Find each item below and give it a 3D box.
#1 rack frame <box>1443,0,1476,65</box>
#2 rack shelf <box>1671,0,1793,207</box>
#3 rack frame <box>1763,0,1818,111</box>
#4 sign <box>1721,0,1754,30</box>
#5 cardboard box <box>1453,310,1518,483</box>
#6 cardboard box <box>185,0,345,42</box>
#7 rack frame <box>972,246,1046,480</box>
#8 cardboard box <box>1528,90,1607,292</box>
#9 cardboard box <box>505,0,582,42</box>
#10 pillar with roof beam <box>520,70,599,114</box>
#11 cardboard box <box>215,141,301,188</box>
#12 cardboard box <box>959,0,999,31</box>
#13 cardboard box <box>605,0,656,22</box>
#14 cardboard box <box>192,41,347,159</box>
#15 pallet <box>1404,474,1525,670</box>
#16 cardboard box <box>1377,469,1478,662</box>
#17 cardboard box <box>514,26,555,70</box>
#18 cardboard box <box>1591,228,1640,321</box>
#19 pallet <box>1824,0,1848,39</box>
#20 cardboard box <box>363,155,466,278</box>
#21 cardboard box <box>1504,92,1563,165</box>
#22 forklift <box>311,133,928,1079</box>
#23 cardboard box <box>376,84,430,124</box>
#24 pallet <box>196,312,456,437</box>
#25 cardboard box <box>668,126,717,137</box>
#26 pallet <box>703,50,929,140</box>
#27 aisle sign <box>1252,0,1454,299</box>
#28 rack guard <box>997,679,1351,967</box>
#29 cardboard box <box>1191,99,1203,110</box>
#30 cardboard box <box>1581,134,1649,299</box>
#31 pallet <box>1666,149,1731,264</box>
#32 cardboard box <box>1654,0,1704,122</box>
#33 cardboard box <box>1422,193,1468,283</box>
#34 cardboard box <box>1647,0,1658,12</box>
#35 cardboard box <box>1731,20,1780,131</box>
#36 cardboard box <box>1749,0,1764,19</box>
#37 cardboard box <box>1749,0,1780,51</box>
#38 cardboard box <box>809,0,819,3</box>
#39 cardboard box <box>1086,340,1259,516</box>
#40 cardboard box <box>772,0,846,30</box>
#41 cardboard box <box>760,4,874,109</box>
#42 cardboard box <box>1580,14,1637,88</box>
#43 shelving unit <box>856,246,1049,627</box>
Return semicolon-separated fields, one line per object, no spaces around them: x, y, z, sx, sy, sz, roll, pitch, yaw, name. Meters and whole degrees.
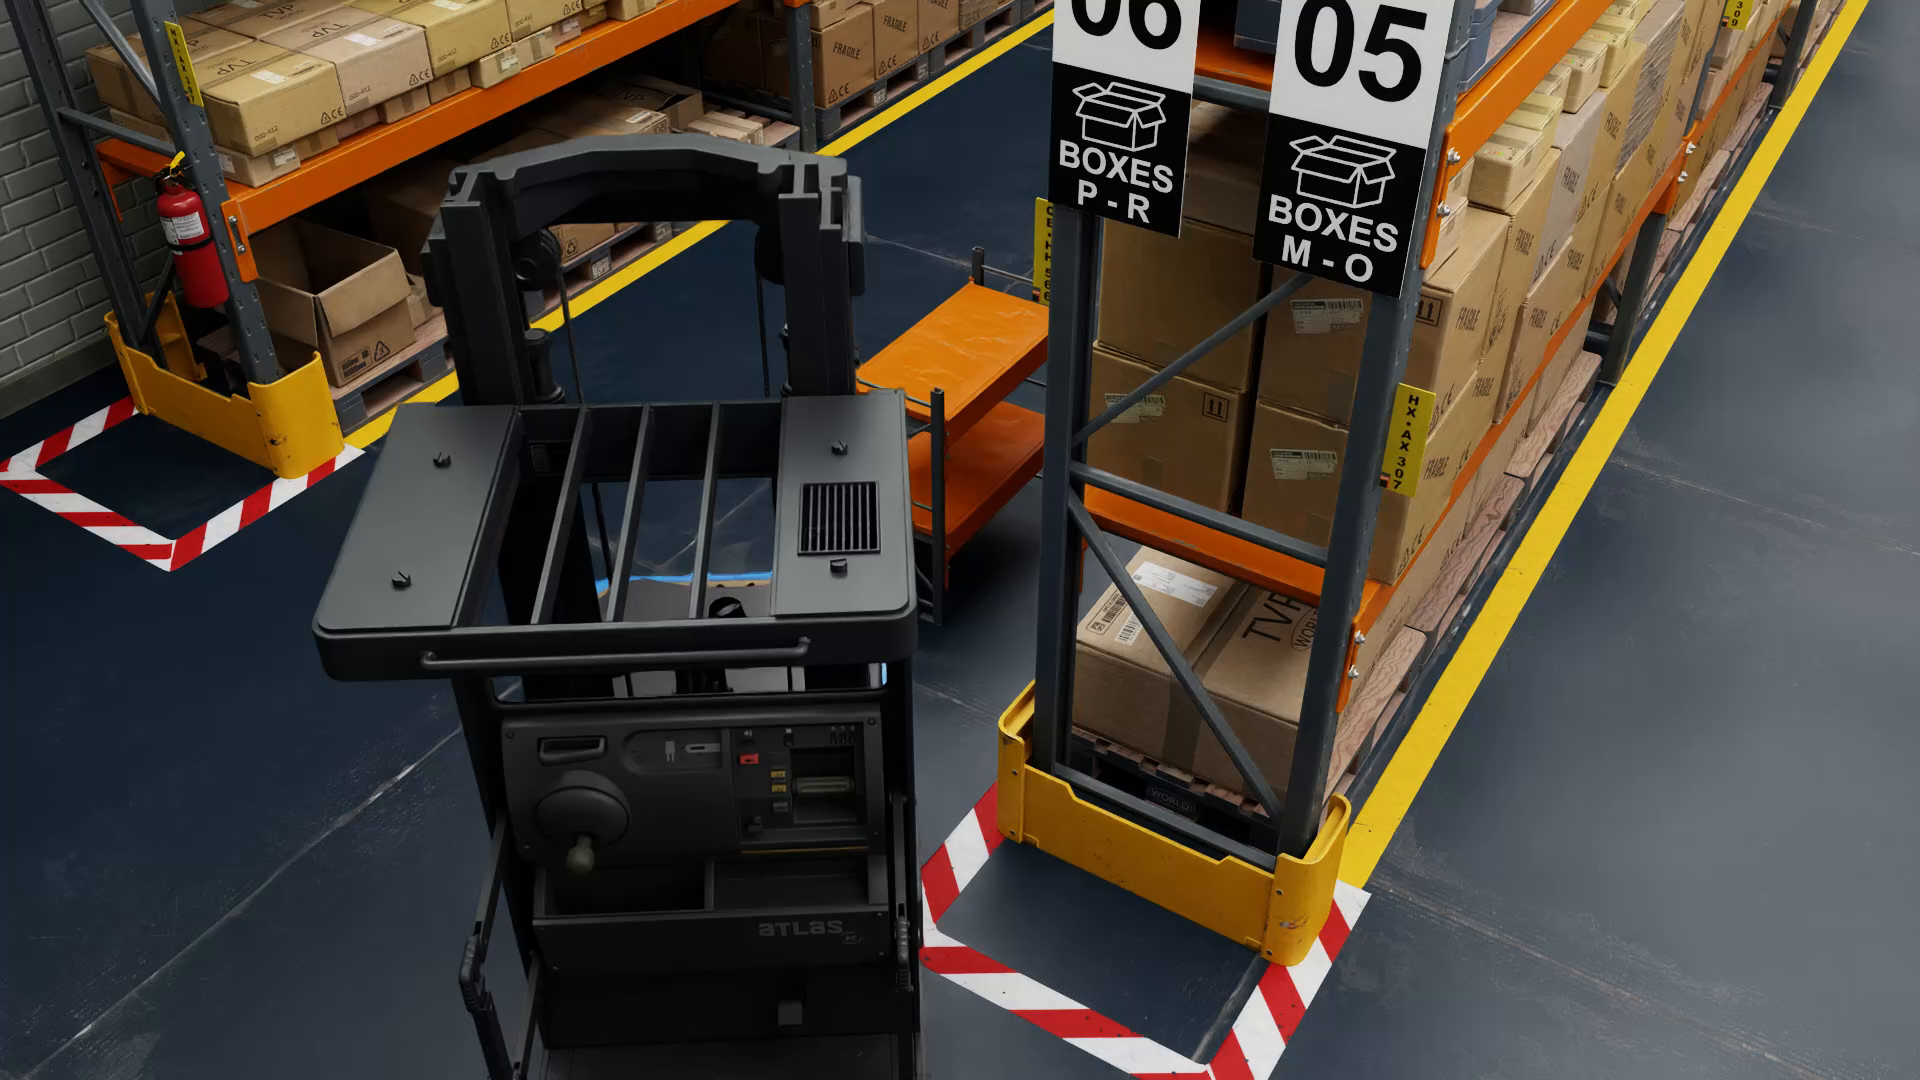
0.704;-2.445;3.051;1.000;3.000;0.127;21;42;25;rack frame
3.919;-2.877;9.114;1.077;0.370;4.000;21;42;25;rack shelf
4.990;-4.193;10.232;1.000;3.000;0.127;21;42;25;rack frame
3.317;-2.324;7.034;0.100;0.325;0.005;21;42;25;sign
1.451;-0.532;5.401;0.500;0.500;0.500;21;42;25;cardboard box
-3.189;-2.338;7.705;0.500;0.250;0.500;21;42;25;cardboard box
0.269;-0.704;7.242;0.500;1.125;0.032;21;42;25;rack frame
1.742;-1.195;5.443;0.500;0.500;0.500;21;42;25;cardboard box
-2.224;-2.688;8.159;0.500;0.250;0.500;20;42;24;cardboard box
1.155;-4.656;5.919;9.100;9.000;0.400;21;42;25;pillar with roof beam
-3.081;-1.671;7.166;0.380;0.149;0.250;21;42;25;cardboard box
-0.066;-3.904;11.560;0.500;0.500;0.500;20;42;24;cardboard box
-1.820;-2.856;8.703;0.380;0.149;0.250;21;42;24;cardboard box
-3.018;-1.895;7.130;0.500;0.250;0.500;21;42;25;cardboard box
1.721;-0.028;7.114;1.003;0.211;1.213;21;42;25;pallet
1.457;-0.068;6.636;0.875;0.438;0.875;22;43;26;cardboard box
-2.225;-2.461;8.191;0.380;0.149;0.250;22;43;26;cardboard box
3.112;-1.801;8.526;0.875;0.875;0.875;23;43;26;cardboard box
6.065;-4.117;12.418;1.003;0.211;1.213;21;42;25;pallet
-2.590;-1.579;8.545;0.700;0.500;0.500;23;43;27;cardboard box
1.570;-1.250;4.983;0.380;0.149;0.250;20;42;24;cardboard box
-0.643;0.688;3.956;1.130;2.935;3.031;-2;38;-2;forklift
-2.685;-2.074;7.689;0.380;0.149;0.250;23;43;26;cardboard box
-3.022;-1.036;8.422;1.003;0.211;1.213;21;42;25;pallet
-1.588;-2.269;9.631;0.396;0.266;0.258;23;43;27;cardboard box
-0.942;-3.080;11.072;1.003;0.211;1.213;21;42;25;pallet
0.911;-0.966;3.917;0.394;0.787;0.004;21;42;25;aisle sign
0.691;0.934;5.629;1.175;0.500;0.348;21;42;25;rack guard
0.910;-1.311;5.062;0.380;0.149;0.250;21;42;25;cardboard box
2.287;-1.317;6.419;0.500;0.500;0.500;21;42;24;cardboard box
3.850;-2.080;9.776;1.003;0.211;1.213;21;42;25;pallet
2.549;-1.974;6.453;0.500;0.500;0.500;21;42;24;cardboard box
1.128;-0.854;4.468;0.380;0.149;0.250;22;43;26;cardboard box
2.352;-2.057;6.030;0.380;0.149;0.250;21;42;25;cardboard box
4.550;-3.189;10.326;0.875;0.875;0.875;21;42;25;cardboard box
3.577;-2.682;7.986;0.500;0.250;0.500;22;43;26;cardboard box
3.870;-2.738;8.468;0.500;0.250;0.500;21;42;25;cardboard box
-0.980;-3.421;10.160;0.380;0.149;0.250;20;42;24;cardboard box
0.739;-0.444;5.287;0.500;0.500;0.500;21;42;25;cardboard box
-0.929;-3.284;10.225;0.380;0.149;0.250;23;43;27;cardboard box
-0.897;-3.105;10.524;0.500;0.500;0.500;23;43;27;cardboard box
1.995;-1.639;5.488;0.380;0.149;0.250;20;42;24;cardboard box
-0.004;-0.442;6.902;0.538;1.125;1.048;21;42;25;shelving unit
